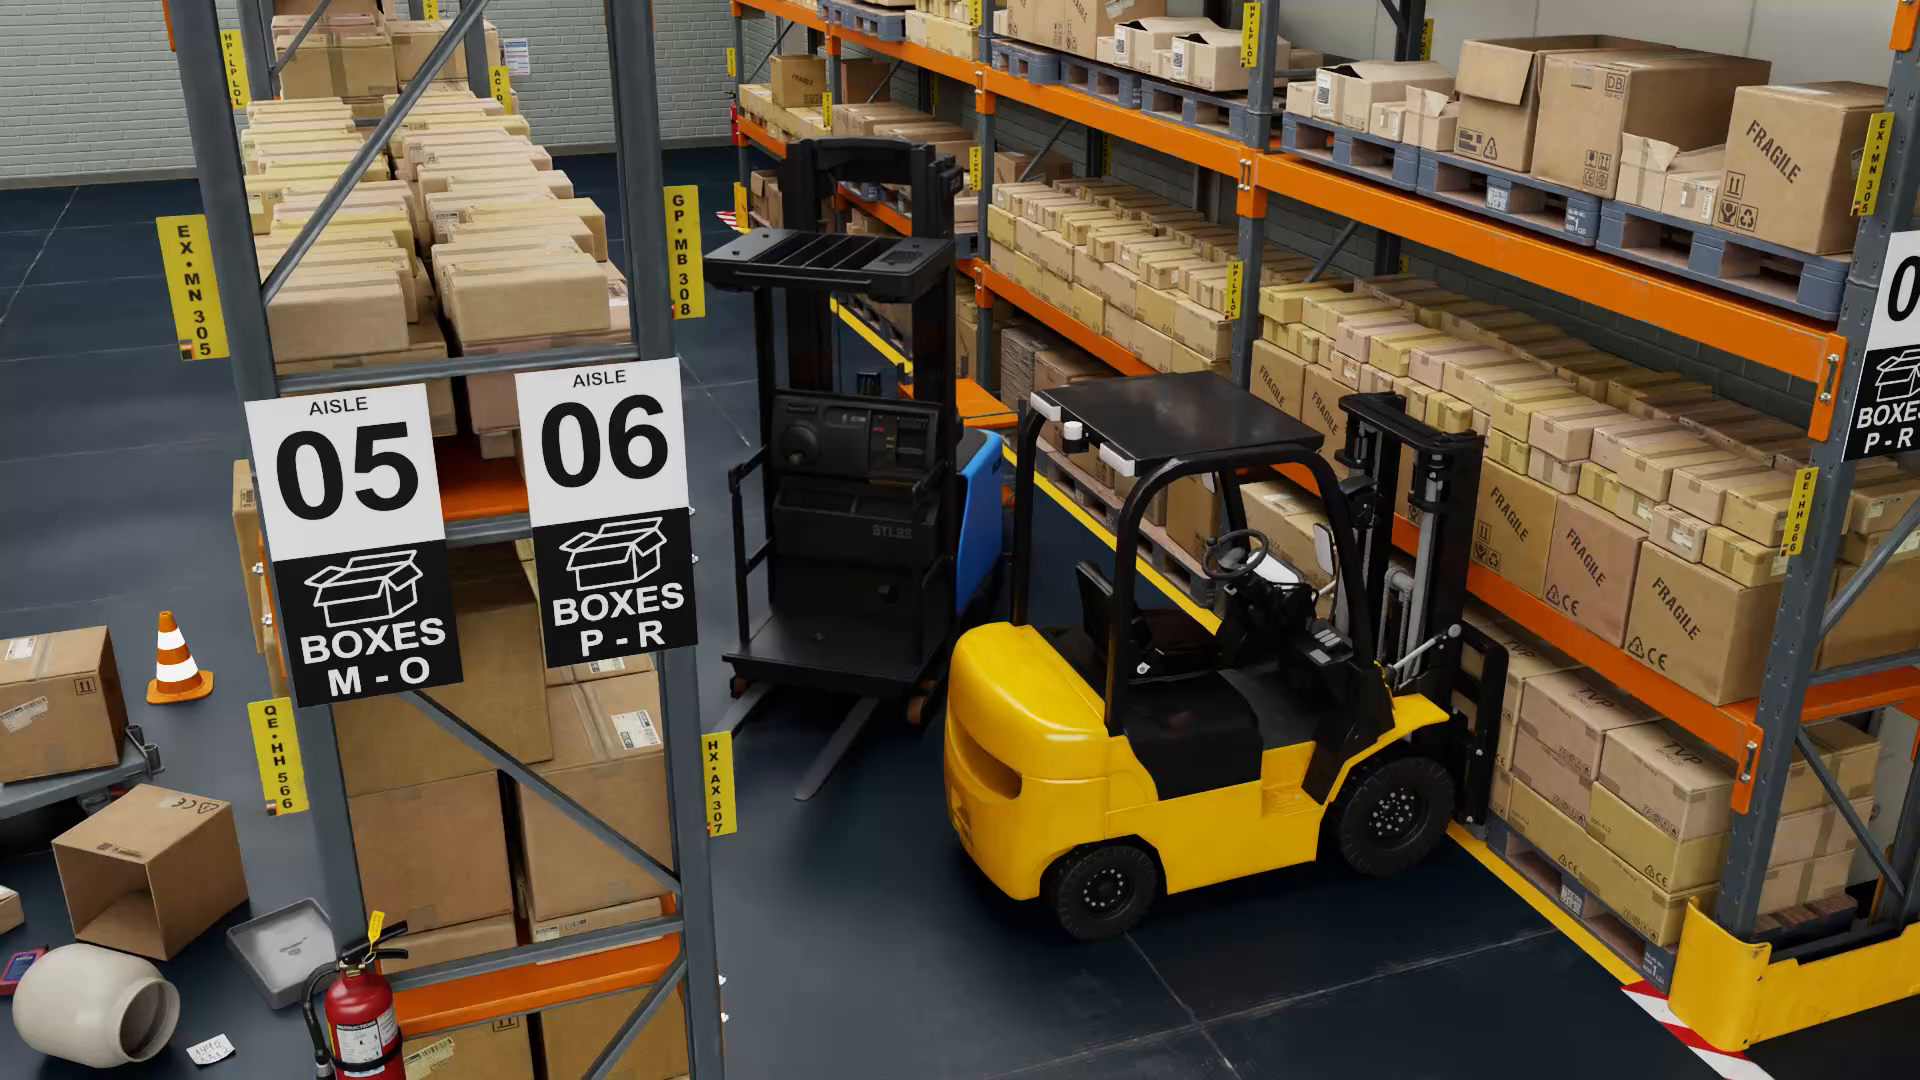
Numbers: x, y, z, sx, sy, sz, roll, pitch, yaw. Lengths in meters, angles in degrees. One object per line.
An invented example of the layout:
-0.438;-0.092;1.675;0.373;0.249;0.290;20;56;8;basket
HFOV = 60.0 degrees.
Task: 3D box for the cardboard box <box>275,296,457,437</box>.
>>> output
-1.622;-0.441;4.382;0.500;0.250;0.500;-9;24;-20;cardboard box

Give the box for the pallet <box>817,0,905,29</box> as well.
-0.621;-4.933;15.472;1.213;0.211;1.003;-8;24;-19;pallet

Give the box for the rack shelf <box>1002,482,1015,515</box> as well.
-0.002;-0.295;11.132;0.538;0.278;1.000;-8;24;-19;rack shelf

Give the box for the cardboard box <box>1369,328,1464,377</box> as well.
2.263;-0.931;8.249;0.380;0.149;0.250;-9;24;-20;cardboard box

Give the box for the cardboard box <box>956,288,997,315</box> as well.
0.090;-2.011;14.001;0.380;0.149;0.250;-10;25;-22;cardboard box

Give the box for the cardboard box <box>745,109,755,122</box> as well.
-2.339;-5.065;19.728;0.380;0.149;0.250;-9;24;-19;cardboard box

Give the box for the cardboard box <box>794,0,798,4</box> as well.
-1.509;-5.620;17.183;0.380;0.149;0.250;-8;24;-17;cardboard box

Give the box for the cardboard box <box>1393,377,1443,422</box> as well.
2.332;-0.701;8.088;0.380;0.149;0.250;-9;25;-21;cardboard box

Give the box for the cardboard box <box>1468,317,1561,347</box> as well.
2.812;-1.014;8.448;0.380;0.149;0.250;-9;24;-20;cardboard box

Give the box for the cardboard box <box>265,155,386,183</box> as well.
-2.170;-1.216;5.708;0.380;0.149;0.250;-8;24;-18;cardboard box

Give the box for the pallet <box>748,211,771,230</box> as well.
-1.890;-3.735;19.841;1.003;0.211;1.213;-8;24;-19;pallet

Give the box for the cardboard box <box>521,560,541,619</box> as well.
-1.464;0.392;5.945;0.500;0.500;0.500;-9;24;-20;cardboard box

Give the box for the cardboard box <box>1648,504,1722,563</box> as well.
2.951;-0.045;6.531;0.380;0.149;0.250;-8;24;-18;cardboard box

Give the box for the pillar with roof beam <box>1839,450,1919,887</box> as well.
0.023;-2.074;4.585;9.100;9.000;0.400;-8;24;-19;pillar with roof beam

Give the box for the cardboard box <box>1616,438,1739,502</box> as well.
2.896;-0.284;6.715;0.380;0.149;0.250;-8;24;-18;cardboard box

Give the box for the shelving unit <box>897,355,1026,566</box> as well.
-0.002;-0.521;11.037;0.538;1.125;1.048;-8;24;-19;shelving unit

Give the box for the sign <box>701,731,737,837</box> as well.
-0.681;0.685;4.648;0.100;0.325;0.005;-8;24;-19;sign

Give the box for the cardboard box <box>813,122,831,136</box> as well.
-1.194;-4.104;16.934;0.500;0.250;0.500;-8;24;-18;cardboard box

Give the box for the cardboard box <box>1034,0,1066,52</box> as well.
0.927;-3.632;11.346;0.700;0.500;0.500;-9;24;-20;cardboard box

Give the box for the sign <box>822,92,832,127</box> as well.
-1.291;-4.206;16.252;0.100;0.325;0.005;-8;24;-19;sign

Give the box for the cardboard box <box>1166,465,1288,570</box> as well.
1.846;-0.265;10.532;0.875;0.625;0.625;-7;24;-17;cardboard box

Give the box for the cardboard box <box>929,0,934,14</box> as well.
-0.036;-4.401;13.647;0.380;0.149;0.250;-8;24;-19;cardboard box

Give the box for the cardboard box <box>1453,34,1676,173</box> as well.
2.630;-1.924;7.289;0.797;0.503;0.637;-8;24;-17;cardboard box

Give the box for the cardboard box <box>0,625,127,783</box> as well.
-4.257;0.763;7.821;0.500;0.500;0.500;-8;24;-19;cardboard box

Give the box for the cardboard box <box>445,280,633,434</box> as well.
-1.117;-0.511;4.548;0.500;0.250;0.500;-9;24;-20;cardboard box

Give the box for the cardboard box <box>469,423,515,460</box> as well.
-1.179;-0.356;4.694;0.380;0.149;0.250;-9;25;-21;cardboard box

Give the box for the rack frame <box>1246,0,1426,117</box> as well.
2.040;-3.742;8.542;1.000;3.000;0.127;-8;24;-19;rack frame

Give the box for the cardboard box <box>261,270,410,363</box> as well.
-1.585;-0.558;4.146;0.380;0.149;0.250;-8;24;-18;cardboard box

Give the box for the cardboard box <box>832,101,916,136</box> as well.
-0.824;-3.917;16.013;0.700;0.500;0.500;-8;24;-18;cardboard box

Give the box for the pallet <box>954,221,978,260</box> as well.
0.322;-2.579;13.754;1.213;0.211;1.003;-8;24;-19;pallet

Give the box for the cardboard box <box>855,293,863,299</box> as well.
-0.825;-2.719;16.517;0.500;0.500;0.500;-7;24;-17;cardboard box

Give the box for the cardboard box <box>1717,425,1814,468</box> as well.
3.367;-0.351;6.874;0.380;0.149;0.250;-8;24;-18;cardboard box

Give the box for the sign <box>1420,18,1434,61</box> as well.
2.559;-2.711;9.190;0.100;0.325;0.005;-8;24;-19;sign

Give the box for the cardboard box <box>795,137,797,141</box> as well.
-1.545;-4.220;17.724;0.380;0.149;0.250;-9;24;-20;cardboard box

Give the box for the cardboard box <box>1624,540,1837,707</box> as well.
3.034;0.287;6.578;0.500;0.500;0.500;-9;24;-20;cardboard box

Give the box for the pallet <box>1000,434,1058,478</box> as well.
0.882;-0.841;12.974;1.003;0.211;1.213;-8;24;-19;pallet

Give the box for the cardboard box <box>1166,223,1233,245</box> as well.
1.622;-2.040;11.264;0.380;0.149;0.250;-8;24;-19;cardboard box

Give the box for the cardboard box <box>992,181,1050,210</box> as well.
0.464;-2.619;12.639;0.380;0.149;0.250;-8;24;-17;cardboard box

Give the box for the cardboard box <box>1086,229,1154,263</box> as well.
1.067;-1.962;11.079;0.380;0.149;0.250;-9;24;-20;cardboard box

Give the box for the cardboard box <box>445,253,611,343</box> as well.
-1.124;-0.633;4.323;0.380;0.149;0.250;-9;24;-19;cardboard box

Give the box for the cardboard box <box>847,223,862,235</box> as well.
-0.908;-3.058;16.485;0.380;0.149;0.250;-7;24;-16;cardboard box

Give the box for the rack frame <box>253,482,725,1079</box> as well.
-1.189;1.158;4.639;1.000;3.000;0.127;-8;24;-19;rack frame

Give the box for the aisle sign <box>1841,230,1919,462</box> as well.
3.202;-0.658;5.601;0.394;0.787;0.004;-8;24;-19;aisle sign

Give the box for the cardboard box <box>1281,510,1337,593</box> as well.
2.089;0.041;9.002;0.500;0.250;0.500;-8;24;-19;cardboard box

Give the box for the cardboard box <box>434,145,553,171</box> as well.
-1.649;-1.293;5.891;0.380;0.149;0.250;-8;24;-18;cardboard box

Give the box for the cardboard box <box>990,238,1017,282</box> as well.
0.555;-2.167;12.722;0.500;0.250;0.500;-8;24;-19;cardboard box

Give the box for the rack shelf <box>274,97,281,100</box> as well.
-3.309;-2.072;9.369;1.077;0.370;4.000;-8;24;-19;rack shelf

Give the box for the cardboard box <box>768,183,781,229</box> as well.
-1.806;-3.828;19.148;0.700;0.500;0.500;-7;24;-17;cardboard box

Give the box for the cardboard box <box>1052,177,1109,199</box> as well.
0.931;-2.685;12.795;0.380;0.149;0.250;-8;24;-17;cardboard box

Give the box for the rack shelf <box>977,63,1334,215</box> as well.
1.334;-2.755;10.988;1.077;0.370;4.000;-8;24;-19;rack shelf

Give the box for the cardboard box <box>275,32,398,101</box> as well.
-2.926;-2.225;7.814;0.500;0.250;0.500;-8;24;-18;cardboard box

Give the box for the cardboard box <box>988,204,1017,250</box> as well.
0.532;-2.394;12.617;0.500;0.250;0.500;-8;24;-19;cardboard box

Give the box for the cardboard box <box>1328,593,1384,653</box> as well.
2.269;0.451;8.674;0.500;0.250;0.500;-9;24;-19;cardboard box

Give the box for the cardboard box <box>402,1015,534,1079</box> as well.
-1.716;1.631;5.552;0.500;0.500;0.500;-8;24;-19;cardboard box

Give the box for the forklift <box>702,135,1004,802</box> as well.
-0.624;-0.525;8.722;1.130;2.935;3.031;6;24;15;forklift
